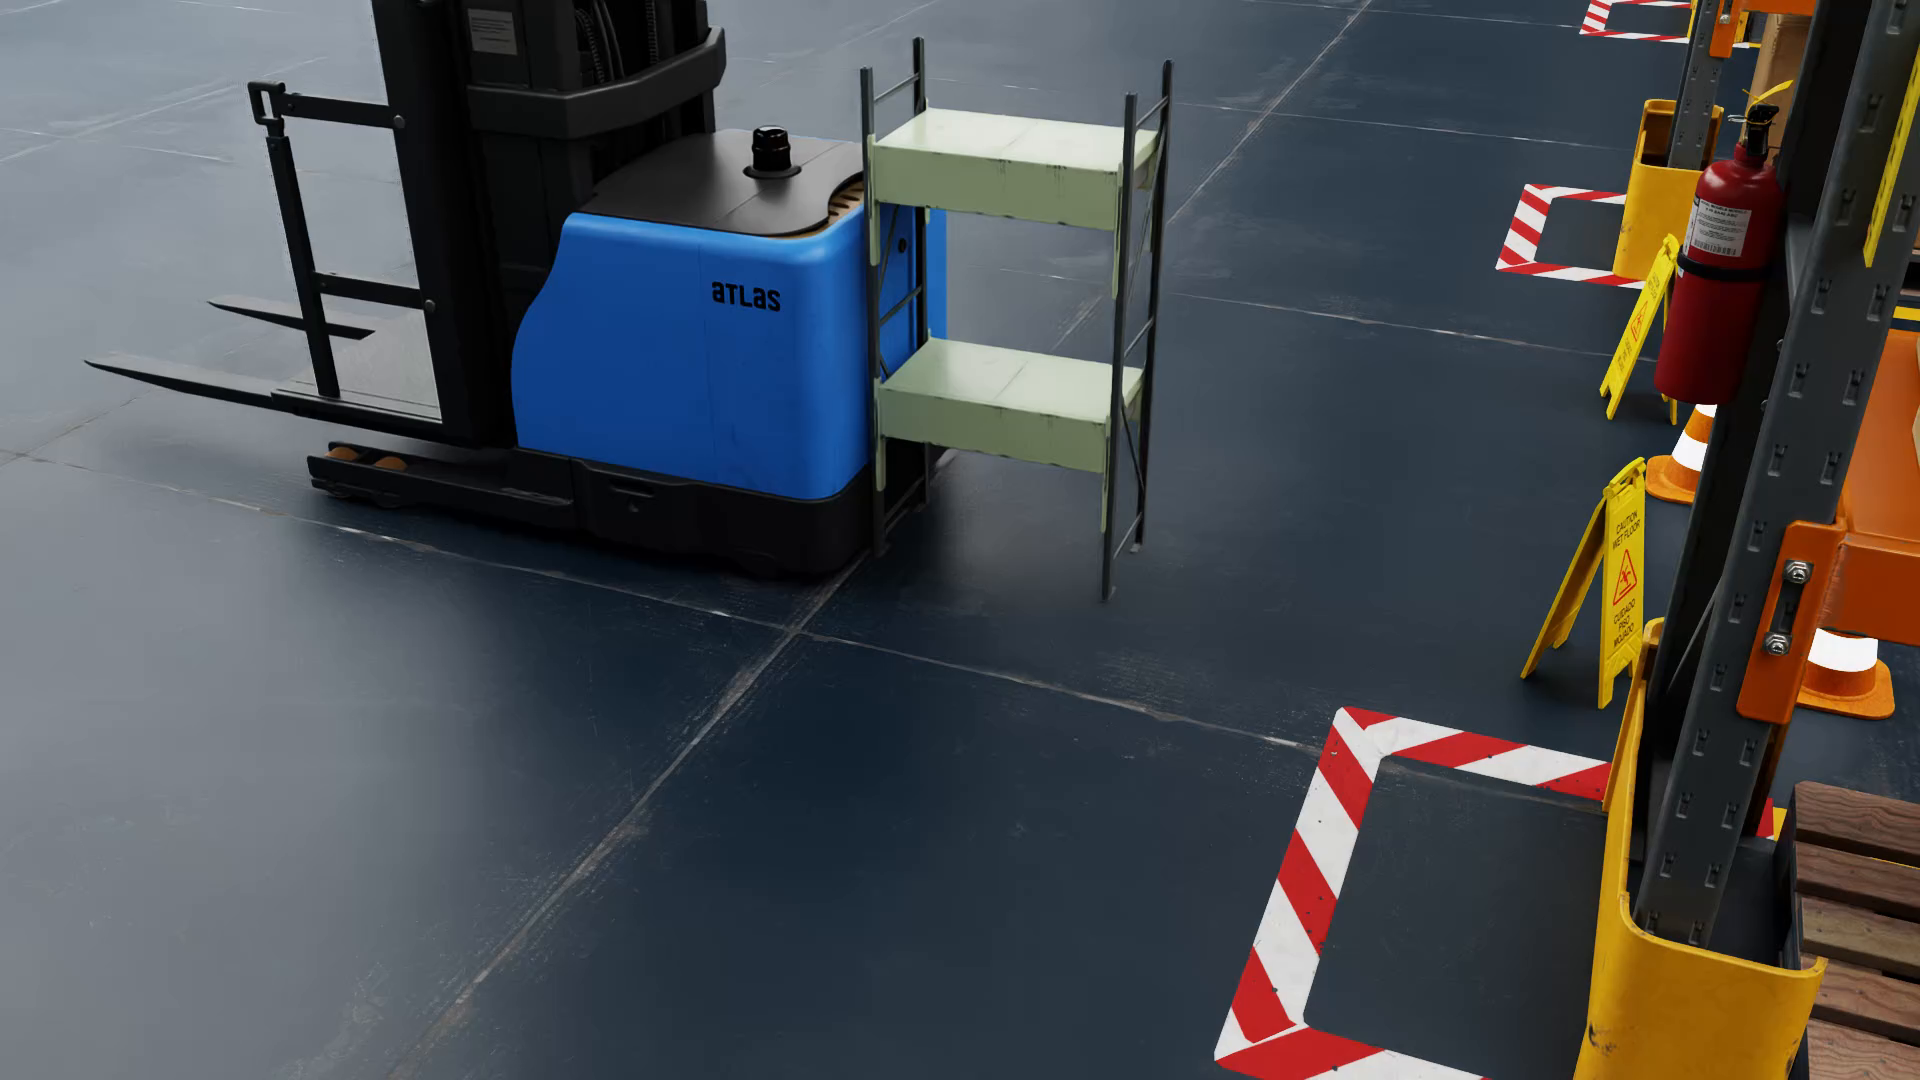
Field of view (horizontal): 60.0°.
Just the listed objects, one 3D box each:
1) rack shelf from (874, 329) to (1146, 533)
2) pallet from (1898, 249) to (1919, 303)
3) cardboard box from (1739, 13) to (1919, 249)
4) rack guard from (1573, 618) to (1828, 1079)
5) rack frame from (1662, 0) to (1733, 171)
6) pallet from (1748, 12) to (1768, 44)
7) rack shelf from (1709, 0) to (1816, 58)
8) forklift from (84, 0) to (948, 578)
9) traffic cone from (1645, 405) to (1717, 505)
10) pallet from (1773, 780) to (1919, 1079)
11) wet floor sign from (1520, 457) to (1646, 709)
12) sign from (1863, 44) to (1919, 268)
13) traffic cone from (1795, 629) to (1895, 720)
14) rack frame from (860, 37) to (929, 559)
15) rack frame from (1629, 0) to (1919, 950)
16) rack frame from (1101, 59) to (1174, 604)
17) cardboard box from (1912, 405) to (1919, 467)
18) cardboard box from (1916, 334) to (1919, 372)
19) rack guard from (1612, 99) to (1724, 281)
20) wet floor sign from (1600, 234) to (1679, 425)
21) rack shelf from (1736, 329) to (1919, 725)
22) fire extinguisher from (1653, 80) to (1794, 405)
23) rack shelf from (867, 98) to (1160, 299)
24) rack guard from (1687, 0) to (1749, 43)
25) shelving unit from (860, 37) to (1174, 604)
[{"bbox_3d":[0.158,-0.340,4.989,0.720,0.370,0.431,11,31,18],"label":"rack shelf"},{"bbox_3d":[4.029,-1.363,7.447,1.213,0.211,1.003,11,31,19],"label":"pallet"},{"bbox_3d":[3.912,-1.852,7.211,0.875,0.875,0.875,11,31,19],"label":"cardboard box"},{"bbox_3d":[1.562,0.688,3.524,0.348,0.500,1.175,11,31,19],"label":"rack guard"},{"bbox_3d":[3.259,-2.689,6.960,0.127,3.000,1.000,11,31,19],"label":"rack frame"},{"bbox_3d":[6.028,-3.538,11.295,1.213,0.211,1.003,11,31,19],"label":"pallet"},{"bbox_3d":[5.112,-2.006,6.482,4.000,0.370,1.077,11,31,19],"label":"rack shelf"},{"bbox_3d":[-1.598,-1.608,5.116,3.031,2.935,1.130,11,31,18],"label":"forklift"},{"bbox_3d":[2.477,-0.387,5.464,0.334,0.463,0.336,11,31,19],"label":"traffic cone"},{"bbox_3d":[2.302,0.981,3.300,1.213,0.211,1.003,11,31,19],"label":"pallet"},{"bbox_3d":[1.718,0.088,4.438,0.232,0.644,0.267,24,37,36],"label":"wet floor sign"},{"bbox_3d":[1.288,-0.543,2.283,0.005,0.325,0.100,11,31,19],"label":"sign"},{"bbox_3d":[2.375,0.182,4.458,0.334,0.463,0.336,11,31,19],"label":"traffic cone"},{"bbox_3d":[-0.183,-0.688,4.944,0.023,1.500,0.400,11,31,18],"label":"rack frame"},{"bbox_3d":[1.492,-0.414,2.934,0.127,3.000,1.000,11,31,19],"label":"rack frame"},{"bbox_3d":[0.499,-0.558,4.713,0.023,1.500,0.400,11,31,18],"label":"rack frame"},{"bbox_3d":[1.729,-0.147,2.717,0.250,0.149,0.380,11,31,19],"label":"cardboard box"},{"bbox_3d":[1.919,-0.333,3.046,0.250,0.149,0.380,12,32,21],"label":"cardboard box"},{"bbox_3d":[3.237,-1.606,7.583,0.348,0.500,1.175,11,31,19],"label":"rack guard"},{"bbox_3d":[2.488,-0.767,5.951,0.232,0.644,0.267,6,30,11],"label":"wet floor sign"},{"bbox_3d":[3.345,0.269,2.456,4.000,0.370,1.077,11,31,19],"label":"rack shelf"},{"bbox_3d":[1.559,-0.611,3.362,0.183,0.674,0.296,11,31,19],"label":"fire extinguisher"},{"bbox_3d":[0.158,-0.963,4.637,0.720,0.370,0.431,11,31,18],"label":"rack shelf"},{"bbox_3d":[5.288,-3.830,11.518,0.348,0.500,1.175,11,31,19],"label":"rack guard"},{"bbox_3d":[0.158,-0.623,4.829,0.755,1.500,0.431,11,31,18],"label":"shelving unit"}]
